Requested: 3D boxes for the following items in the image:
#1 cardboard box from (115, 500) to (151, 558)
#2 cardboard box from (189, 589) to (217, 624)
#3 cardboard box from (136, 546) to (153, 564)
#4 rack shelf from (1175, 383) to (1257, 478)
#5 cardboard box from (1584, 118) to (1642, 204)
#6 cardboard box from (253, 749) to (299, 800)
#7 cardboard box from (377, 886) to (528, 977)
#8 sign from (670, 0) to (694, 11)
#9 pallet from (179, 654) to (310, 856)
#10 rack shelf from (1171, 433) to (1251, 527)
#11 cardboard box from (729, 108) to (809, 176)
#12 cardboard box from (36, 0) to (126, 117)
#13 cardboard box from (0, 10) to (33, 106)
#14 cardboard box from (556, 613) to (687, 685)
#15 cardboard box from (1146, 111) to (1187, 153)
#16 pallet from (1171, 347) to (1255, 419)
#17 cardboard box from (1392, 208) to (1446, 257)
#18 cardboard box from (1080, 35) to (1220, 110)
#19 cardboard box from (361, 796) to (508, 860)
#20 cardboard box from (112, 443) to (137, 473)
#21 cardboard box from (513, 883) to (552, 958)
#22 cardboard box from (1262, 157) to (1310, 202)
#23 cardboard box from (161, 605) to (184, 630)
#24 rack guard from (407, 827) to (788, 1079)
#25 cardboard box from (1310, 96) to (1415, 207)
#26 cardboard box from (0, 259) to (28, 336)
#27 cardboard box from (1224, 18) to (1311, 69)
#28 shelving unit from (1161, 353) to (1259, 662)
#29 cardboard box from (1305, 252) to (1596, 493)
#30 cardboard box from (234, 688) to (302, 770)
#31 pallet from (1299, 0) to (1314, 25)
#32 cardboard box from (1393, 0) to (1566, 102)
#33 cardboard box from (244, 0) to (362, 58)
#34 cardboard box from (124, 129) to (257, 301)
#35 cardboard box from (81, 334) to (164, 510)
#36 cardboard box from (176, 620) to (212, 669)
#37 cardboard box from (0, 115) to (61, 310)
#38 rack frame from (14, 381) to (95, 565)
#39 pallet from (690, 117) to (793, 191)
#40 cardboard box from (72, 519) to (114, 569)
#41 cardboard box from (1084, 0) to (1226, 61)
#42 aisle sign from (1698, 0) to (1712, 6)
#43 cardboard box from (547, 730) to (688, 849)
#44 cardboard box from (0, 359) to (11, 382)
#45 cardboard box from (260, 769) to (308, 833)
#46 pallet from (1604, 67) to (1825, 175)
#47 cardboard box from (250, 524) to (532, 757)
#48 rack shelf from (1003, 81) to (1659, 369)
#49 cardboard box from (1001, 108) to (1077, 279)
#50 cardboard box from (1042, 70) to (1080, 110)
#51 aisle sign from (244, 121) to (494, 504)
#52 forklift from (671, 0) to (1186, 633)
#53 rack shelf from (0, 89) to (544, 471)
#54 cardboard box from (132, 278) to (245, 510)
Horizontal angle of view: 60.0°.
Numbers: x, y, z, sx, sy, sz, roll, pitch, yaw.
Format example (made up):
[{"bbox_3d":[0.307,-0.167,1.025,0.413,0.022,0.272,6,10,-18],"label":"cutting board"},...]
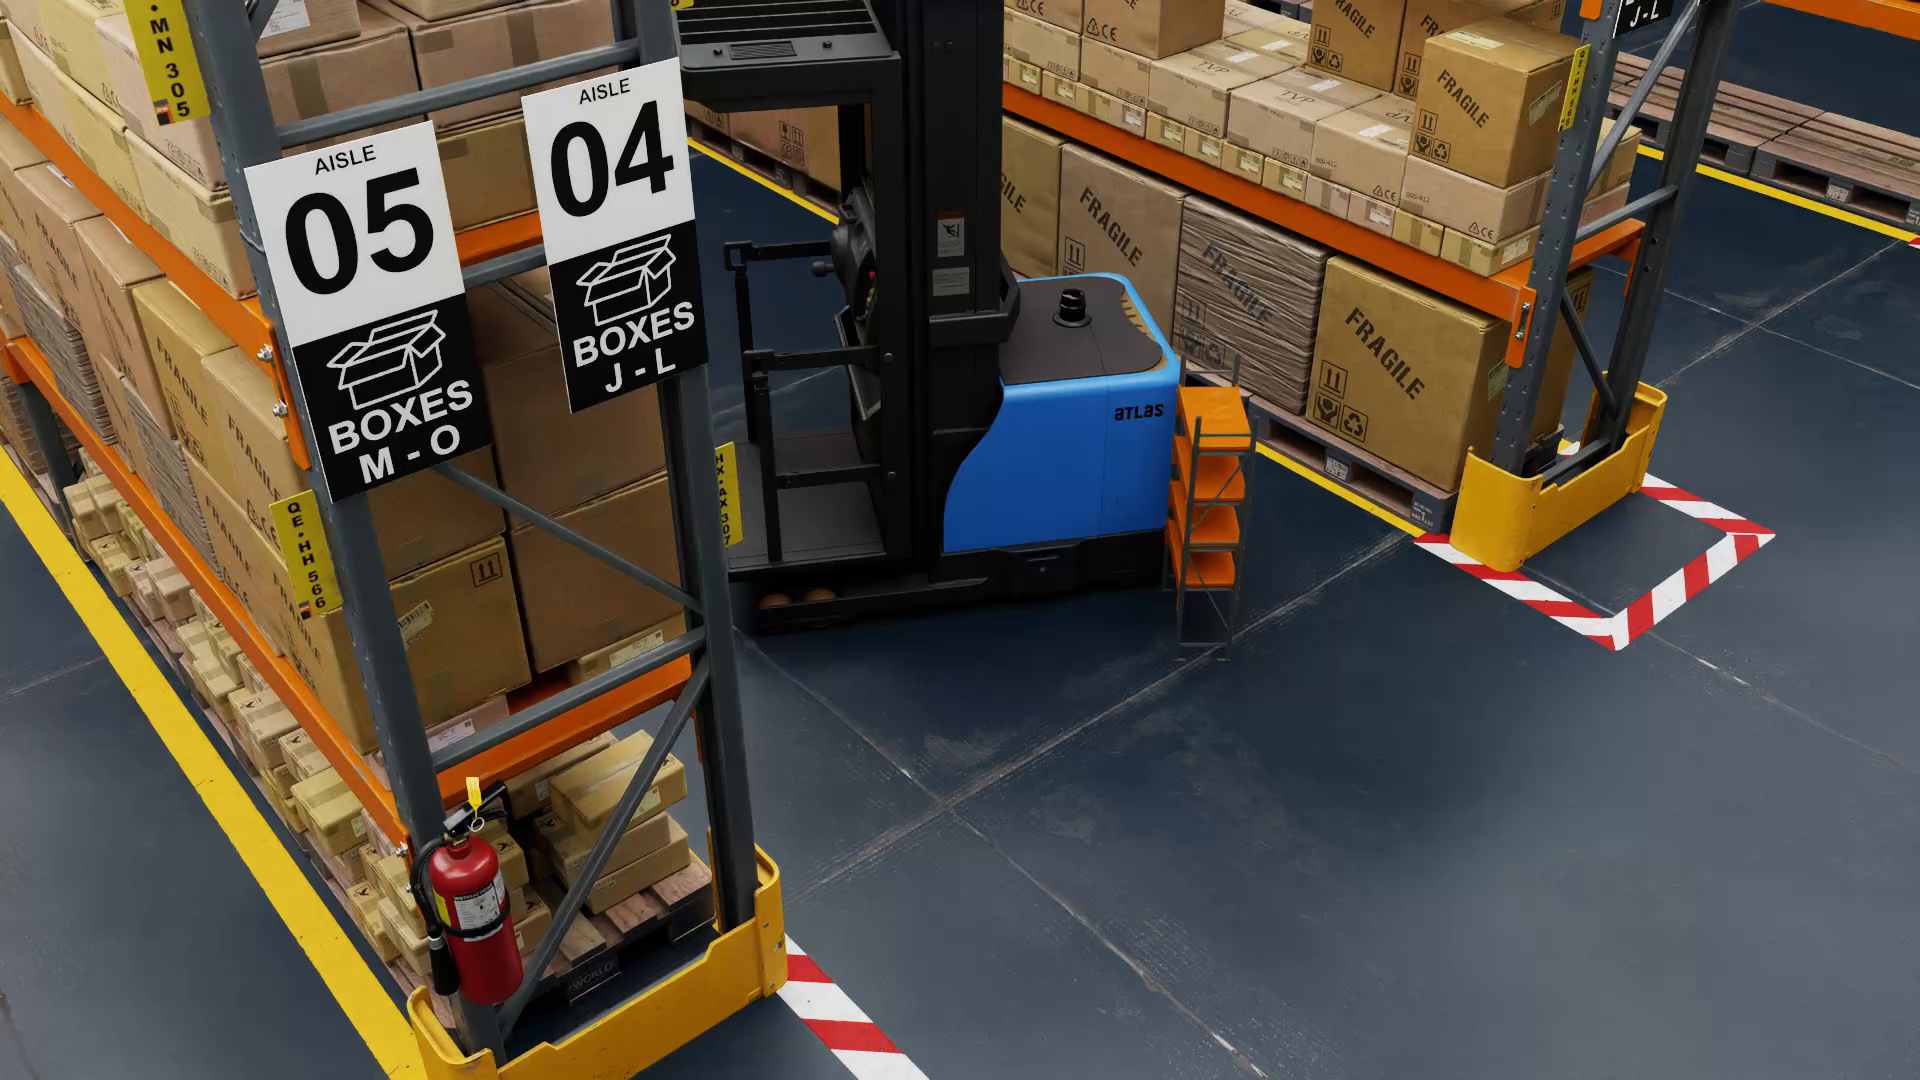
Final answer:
[{"bbox_3d":[-3.249,-0.110,6.898,0.380,0.149,0.250,-27,43,-32],"label":"cardboard box"},{"bbox_3d":[-2.723,0.229,6.419,0.380,0.149,0.250,-28,44,-34],"label":"cardboard box"},{"bbox_3d":[-3.240,-0.003,7.005,0.380,0.149,0.250,-26,43,-32],"label":"cardboard box"},{"bbox_3d":[1.019,-0.442,6.657,0.258,0.148,0.480,0,35,0],"label":"rack shelf"},{"bbox_3d":[2.685,-1.737,7.480,0.500,0.250,0.500,-27,43,-33],"label":"cardboard box"},{"bbox_3d":[-2.305,0.732,5.967,0.380,0.149,0.250,-25,42,-31],"label":"cardboard box"},{"bbox_3d":[-1.624,1.185,5.328,0.380,0.149,0.250,-27,44,-33],"label":"cardboard box"},{"bbox_3d":[-0.651,-1.343,3.699,0.100,0.325,0.005,-26,43,-32],"label":"sign"},{"bbox_3d":[-2.395,0.635,6.671,1.003,0.211,1.213,-26,43,-32],"label":"pallet"},{"bbox_3d":[1.019,-0.249,6.793,0.258,0.148,0.480,0,35,0],"label":"rack shelf"},{"bbox_3d":[-0.798,-3.104,11.013,1.225,0.875,0.875,-28,44,-33],"label":"cardboard box"},{"bbox_3d":[-1.888,-1.260,4.036,0.500,0.250,0.500,-27,44,-33],"label":"cardboard box"},{"bbox_3d":[-2.564,-1.498,4.805,0.500,0.250,0.500,-24,42,-30],"label":"cardboard box"},{"bbox_3d":[-1.024,0.278,4.980,0.380,0.149,0.250,-26,43,-32],"label":"cardboard box"},{"bbox_3d":[1.152,-2.086,8.317,0.380,0.149,0.250,-27,44,-33],"label":"cardboard box"},{"bbox_3d":[1.430,-1.089,9.105,1.003,0.211,1.213,-26,43,-32],"label":"pallet"},{"bbox_3d":[2.139,-1.411,7.364,0.380,0.149,0.250,-26,43,-31],"label":"cardboard box"},{"bbox_3d":[0.967,-2.438,8.469,0.500,0.250,0.500,-25,42,-31],"label":"cardboard box"},{"bbox_3d":[-1.719,0.918,5.446,0.380,0.149,0.250,-25,42,-31],"label":"cardboard box"},{"bbox_3d":[-2.827,-0.412,5.954,0.380,0.149,0.250,-24,42,-30],"label":"cardboard box"},{"bbox_3d":[-1.564,1.278,5.453,0.380,0.149,0.250,-25,42,-31],"label":"cardboard box"},{"bbox_3d":[1.647,-1.747,7.839,0.380,0.149,0.250,-27,43,-33],"label":"cardboard box"},{"bbox_3d":[-3.083,0.249,6.907,0.380,0.149,0.250,-27,43,-33],"label":"cardboard box"},{"bbox_3d":[-1.114,1.427,5.302,1.175,0.500,0.348,-26,43,-32],"label":"rack guard"},{"bbox_3d":[1.947,-1.764,7.518,0.500,0.250,0.500,-27,43,-33],"label":"cardboard box"},{"bbox_3d":[-3.519,-1.175,6.470,0.500,0.500,0.500,-27,43,-33],"label":"cardboard box"},{"bbox_3d":[1.683,-2.416,8.438,0.500,0.250,0.500,-27,43,-33],"label":"cardboard box"},{"bbox_3d":[1.019,-0.122,6.884,0.258,1.200,0.503,0,35,0],"label":"shelving unit"},{"bbox_3d":[2.315,-0.922,7.931,0.875,0.875,0.875,-26,43,-32],"label":"cardboard box"},{"bbox_3d":[-2.317,0.616,5.874,0.380,0.149,0.250,-24,42,-30],"label":"cardboard box"},{"bbox_3d":[3.525,-4.196,13.492,1.003,0.211,1.213,-26,43,-32],"label":"pallet"},{"bbox_3d":[2.363,-2.264,7.575,0.500,0.500,0.500,-27,43,-33],"label":"cardboard box"},{"bbox_3d":[-1.504,-1.126,3.502,0.380,0.149,0.250,-26,43,-32],"label":"cardboard box"},{"bbox_3d":[-1.561,-0.824,3.853,0.500,0.250,0.500,-27,43,-33],"label":"cardboard box"},{"bbox_3d":[-2.529,-0.497,5.513,0.500,0.500,0.500,-24,42,-30],"label":"cardboard box"},{"bbox_3d":[-2.794,0.383,6.460,0.380,0.149,0.250,-26,43,-32],"label":"cardboard box"},{"bbox_3d":[-2.894,-1.148,5.567,0.500,0.500,0.500,-25,42,-31],"label":"cardboard box"},{"bbox_3d":[-3.646,-1.325,7.026,1.000,3.000,0.127,-26,43,-32],"label":"rack frame"},{"bbox_3d":[-1.139,-2.844,11.583,1.003,0.211,1.213,-26,43,-32],"label":"pallet"},{"bbox_3d":[-3.657,-0.053,7.332,0.380,0.149,0.250,-28,44,-34],"label":"cardboard box"},{"bbox_3d":[0.973,-2.742,8.249,0.500,0.500,0.500,-28,44,-33],"label":"cardboard box"},{"bbox_3d":[3.065,-2.506,6.443,0.394,0.787,0.004,-26,43,-32],"label":"aisle sign"},{"bbox_3d":[-1.144,0.832,5.569,0.380,0.149,0.250,-28,44,-34],"label":"cardboard box"},{"bbox_3d":[-4.320,-1.017,7.741,0.500,0.250,0.500,-27,44,-33],"label":"cardboard box"},{"bbox_3d":[-2.294,0.860,6.043,0.380,0.149,0.250,-28,44,-34],"label":"cardboard box"},{"bbox_3d":[5.287,-2.991,11.790,1.003,0.211,1.213,-26,43,-32],"label":"pallet"},{"bbox_3d":[-1.552,0.176,4.562,0.500,0.500,0.500,-25,42,-31],"label":"cardboard box"},{"bbox_3d":[1.498,-1.954,8.536,1.077,0.370,4.000,-26,43,-32],"label":"rack shelf"},{"bbox_3d":[0.572,-2.114,9.614,0.875,0.875,0.875,-26,43,-32],"label":"cardboard box"},{"bbox_3d":[0.655,-2.426,8.797,0.380,0.149,0.250,-27,44,-33],"label":"cardboard box"},{"bbox_3d":[-1.247,-0.476,3.577,0.394,0.787,0.004,-26,43,-32],"label":"aisle sign"},{"bbox_3d":[-0.612,-1.128,6.807,3.031,2.935,1.130,-6,36,-9],"label":"forklift"},{"bbox_3d":[-2.356,-1.373,5.120,1.077,0.370,4.000,-26,43,-32],"label":"rack shelf"},{"bbox_3d":[-1.877,-0.462,4.599,0.500,0.500,0.500,-28,44,-33],"label":"cardboard box"}]
